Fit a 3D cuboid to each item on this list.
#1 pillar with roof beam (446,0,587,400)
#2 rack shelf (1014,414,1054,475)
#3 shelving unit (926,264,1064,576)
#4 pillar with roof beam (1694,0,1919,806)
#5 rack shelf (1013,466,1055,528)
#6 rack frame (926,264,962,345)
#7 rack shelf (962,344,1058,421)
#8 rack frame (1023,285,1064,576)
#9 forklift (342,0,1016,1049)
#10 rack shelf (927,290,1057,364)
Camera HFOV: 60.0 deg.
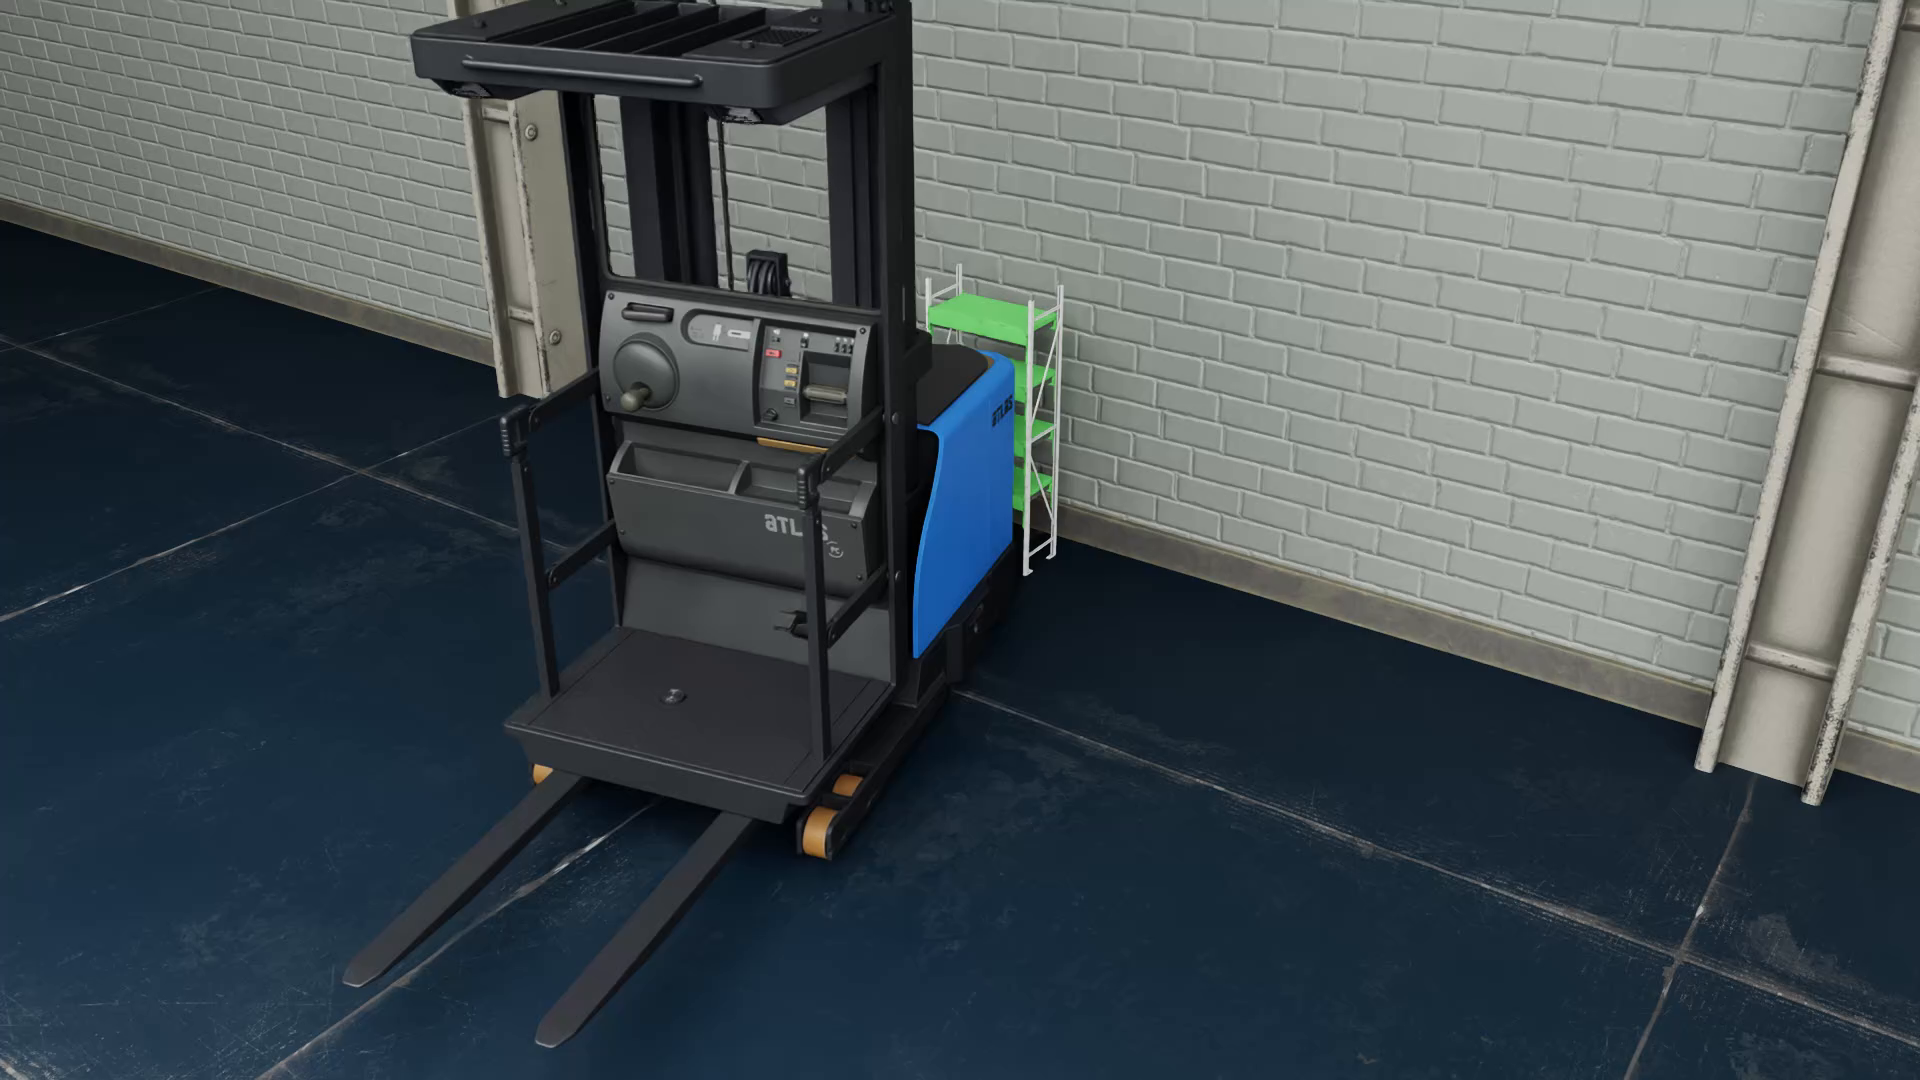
[{"bbox_3d":[-4.612,-3.166,3.549,0.400,9.000,9.100,17,32,30],"label":"pillar with roof beam"},{"bbox_3d":[0.136,-0.435,6.923,0.480,0.148,0.258,17,32,30],"label":"rack shelf"},{"bbox_3d":[0.136,-0.492,6.894,0.503,1.200,0.258,17,32,30],"label":"shelving unit"},{"bbox_3d":[0.334,-1.625,0.522,0.400,9.000,9.100,17,32,30],"label":"pillar with roof beam"},{"bbox_3d":[0.136,-0.221,7.032,0.480,0.148,0.258,17,32,30],"label":"rack shelf"},{"bbox_3d":[-0.065,-0.555,7.017,0.015,1.200,0.240,17,32,30],"label":"rack frame"},{"bbox_3d":[0.136,-0.649,6.814,0.480,0.148,0.258,17,32,30],"label":"rack shelf"},{"bbox_3d":[0.338,-0.430,6.771,0.015,1.200,0.240,17,32,30],"label":"rack frame"},{"bbox_3d":[-0.788,-0.511,5.022,1.130,2.935,3.031,10,29,19],"label":"forklift"},{"bbox_3d":[0.136,-0.863,6.706,0.480,0.148,0.258,17,32,30],"label":"rack shelf"}]
